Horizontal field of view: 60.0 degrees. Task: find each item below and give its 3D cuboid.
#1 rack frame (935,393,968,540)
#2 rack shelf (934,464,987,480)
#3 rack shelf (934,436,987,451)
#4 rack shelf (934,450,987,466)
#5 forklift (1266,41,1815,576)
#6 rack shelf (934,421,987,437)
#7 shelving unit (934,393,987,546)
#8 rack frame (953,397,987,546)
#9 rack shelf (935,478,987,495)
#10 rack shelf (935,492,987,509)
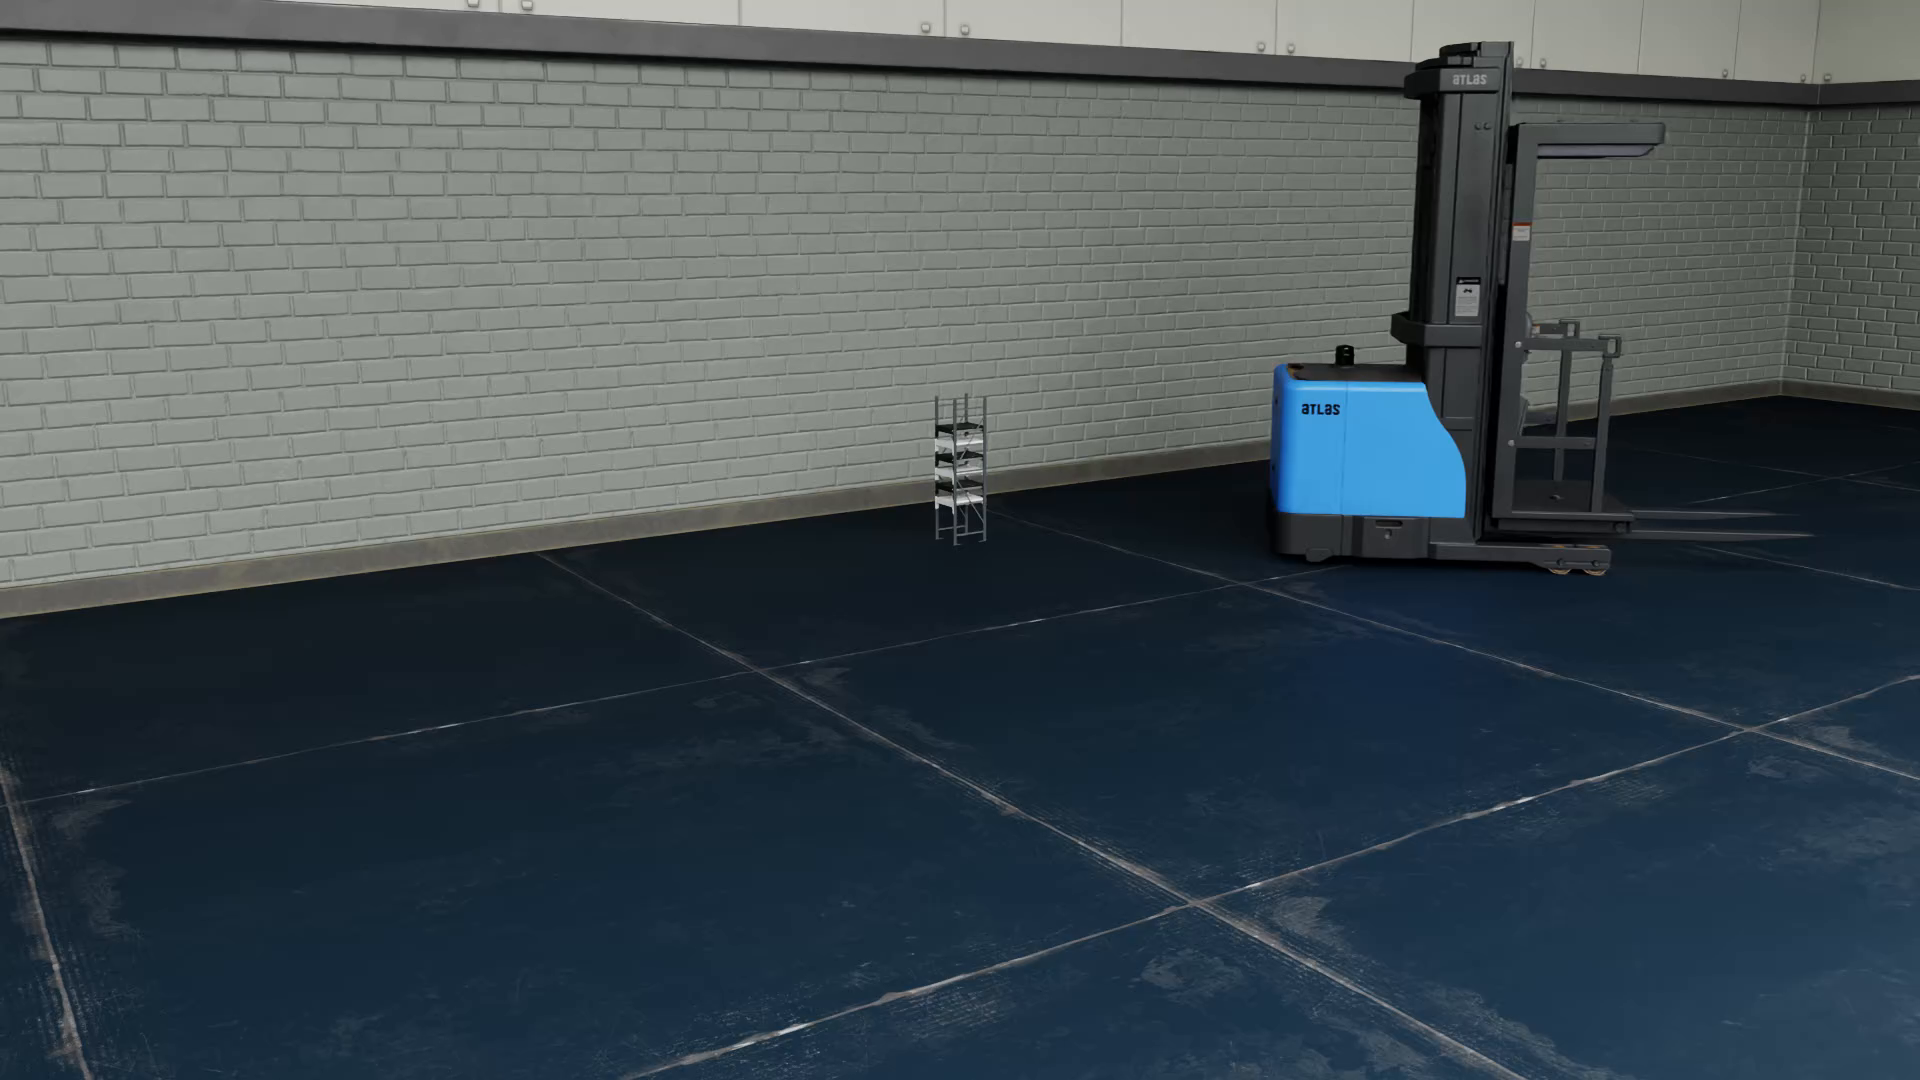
[{"bbox_3d":[-0.052,-0.456,10.342,0.240,0.900,0.006,-8,15,-33],"label":"rack frame"},{"bbox_3d":[0.004,-0.406,10.266,0.258,0.077,0.200,-8,15,-33],"label":"rack shelf"},{"bbox_3d":[0.004,-0.581,10.228,0.258,0.077,0.200,-8,15,-33],"label":"rack shelf"},{"bbox_3d":[0.004,-0.494,10.247,0.258,0.077,0.200,-8,15,-33],"label":"rack shelf"},{"bbox_3d":[3.392,-1.351,9.677,3.031,2.935,1.130,2,12,7],"label":"forklift"},{"bbox_3d":[0.004,-0.669,10.208,0.258,0.077,0.200,-8,15,-33],"label":"rack shelf"},{"bbox_3d":[0.004,-0.438,10.259,0.258,0.900,0.210,-8,15,-33],"label":"shelving unit"},{"bbox_3d":[0.061,-0.420,10.176,0.240,0.900,0.006,-8,15,-33],"label":"rack frame"},{"bbox_3d":[0.004,-0.318,10.285,0.258,0.077,0.200,-8,15,-33],"label":"rack shelf"},{"bbox_3d":[0.004,-0.230,10.305,0.258,0.077,0.200,-8,15,-33],"label":"rack shelf"}]
